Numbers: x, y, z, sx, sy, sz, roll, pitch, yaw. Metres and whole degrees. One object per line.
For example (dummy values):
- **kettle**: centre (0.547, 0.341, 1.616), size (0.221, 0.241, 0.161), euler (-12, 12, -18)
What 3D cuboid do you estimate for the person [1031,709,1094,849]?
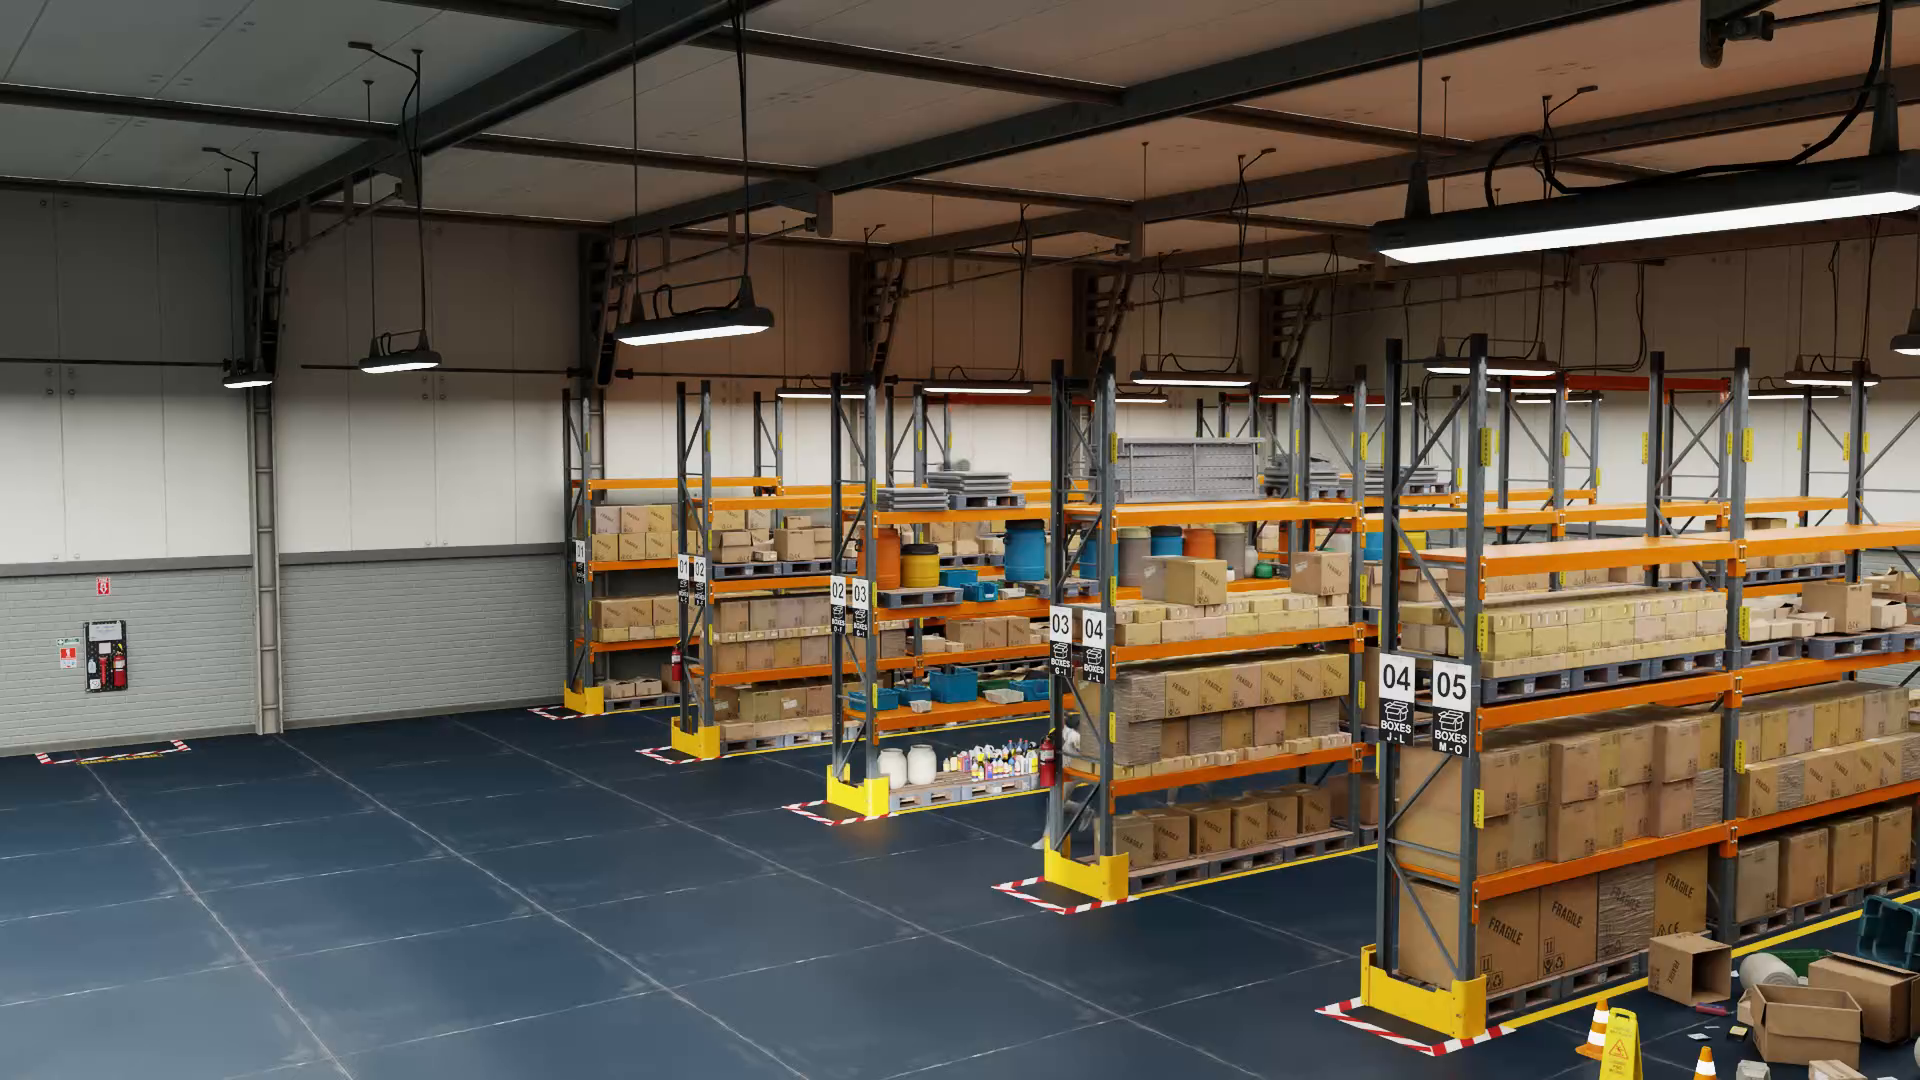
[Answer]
- **person**: centre (1.323, 2.957, 20.854), size (0.949, 1.777, 0.686), euler (-2, 4, -32)

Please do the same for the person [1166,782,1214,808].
- **person**: centre (3.022, 2.870, 22.162), size (0.857, 1.708, 0.599), euler (-3, 4, -35)
